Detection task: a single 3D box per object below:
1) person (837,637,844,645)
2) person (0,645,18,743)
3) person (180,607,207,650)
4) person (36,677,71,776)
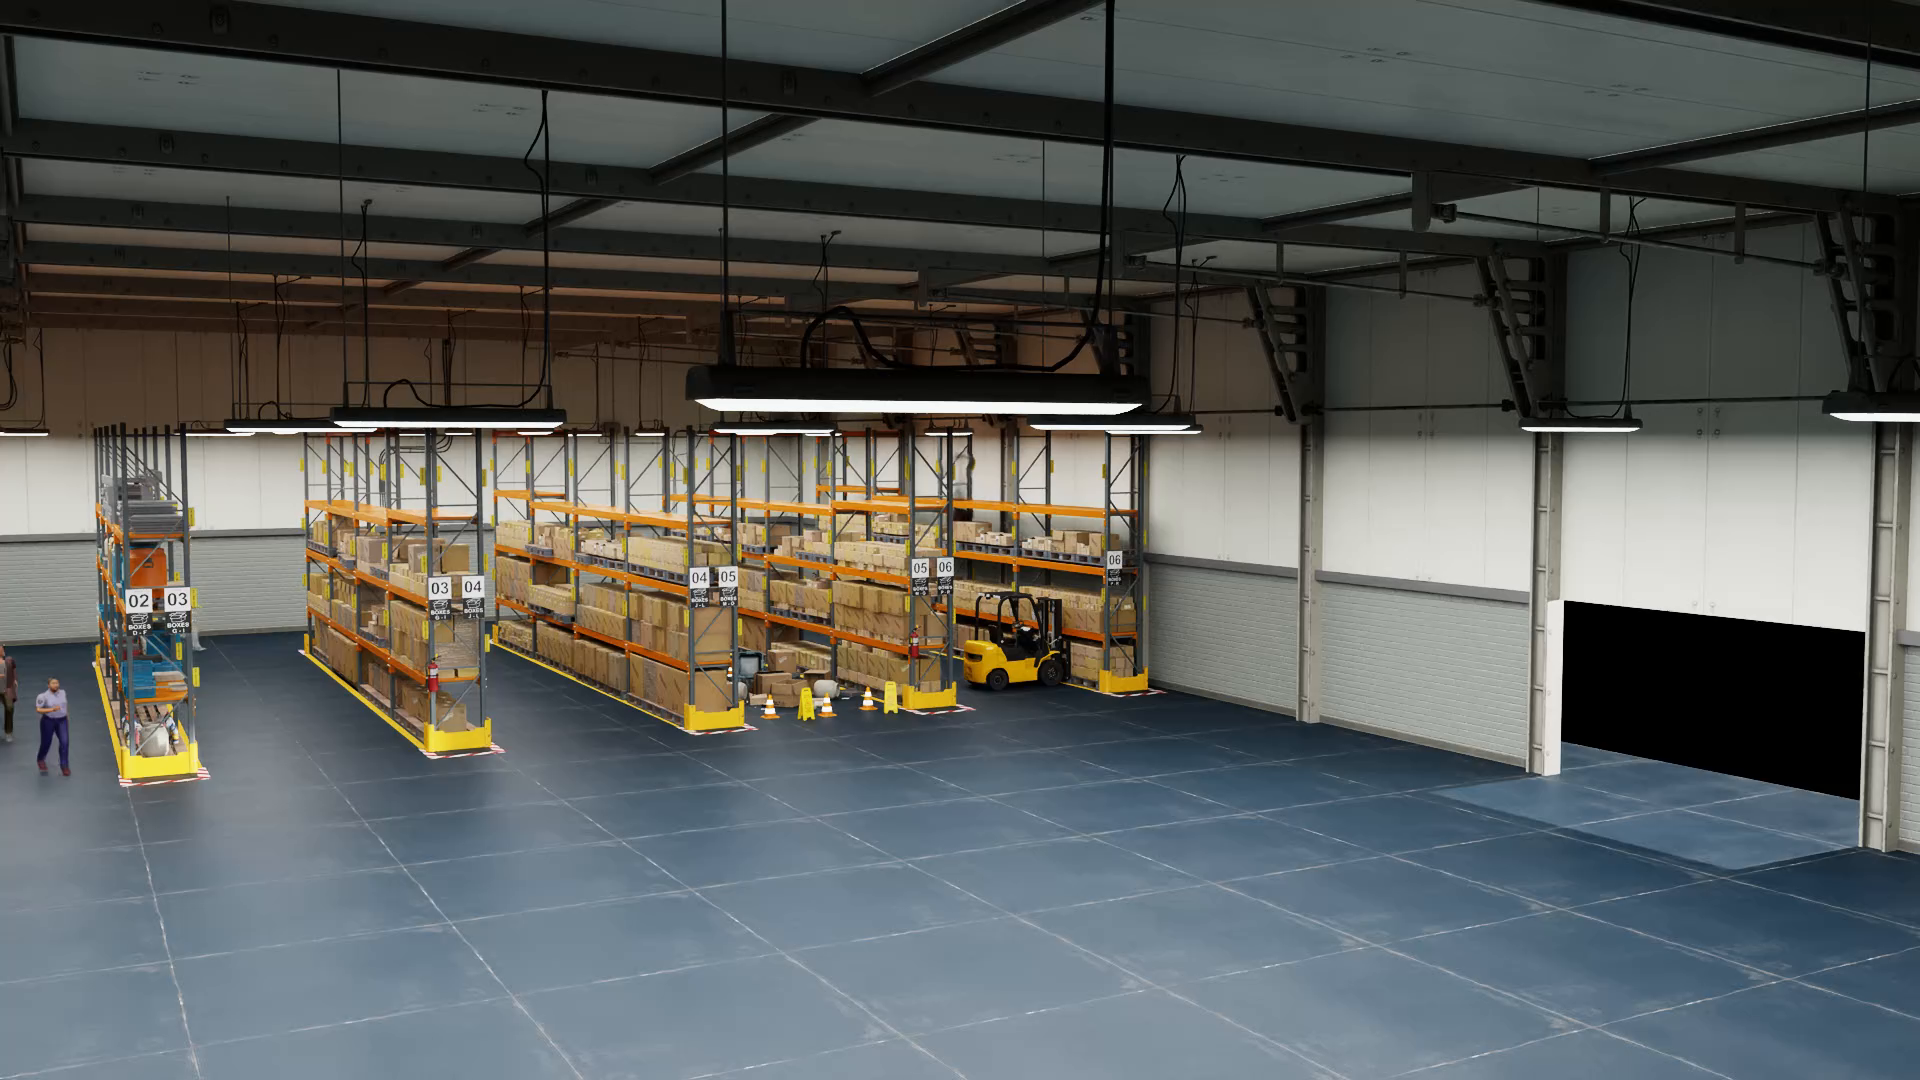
[{"bbox_3d":[-2.947,2.264,43.403,0.572,1.693,0.865,-2,4,-27],"label":"person"},{"bbox_3d":[-18.257,2.910,31.619,0.673,1.841,0.950,-3,5,-42],"label":"person"},{"bbox_3d":[-20.757,2.166,44.624,0.939,1.643,0.612,-1,4,-18],"label":"person"},{"bbox_3d":[-15.492,3.160,28.396,0.909,1.670,0.590,3,5,40],"label":"person"}]
